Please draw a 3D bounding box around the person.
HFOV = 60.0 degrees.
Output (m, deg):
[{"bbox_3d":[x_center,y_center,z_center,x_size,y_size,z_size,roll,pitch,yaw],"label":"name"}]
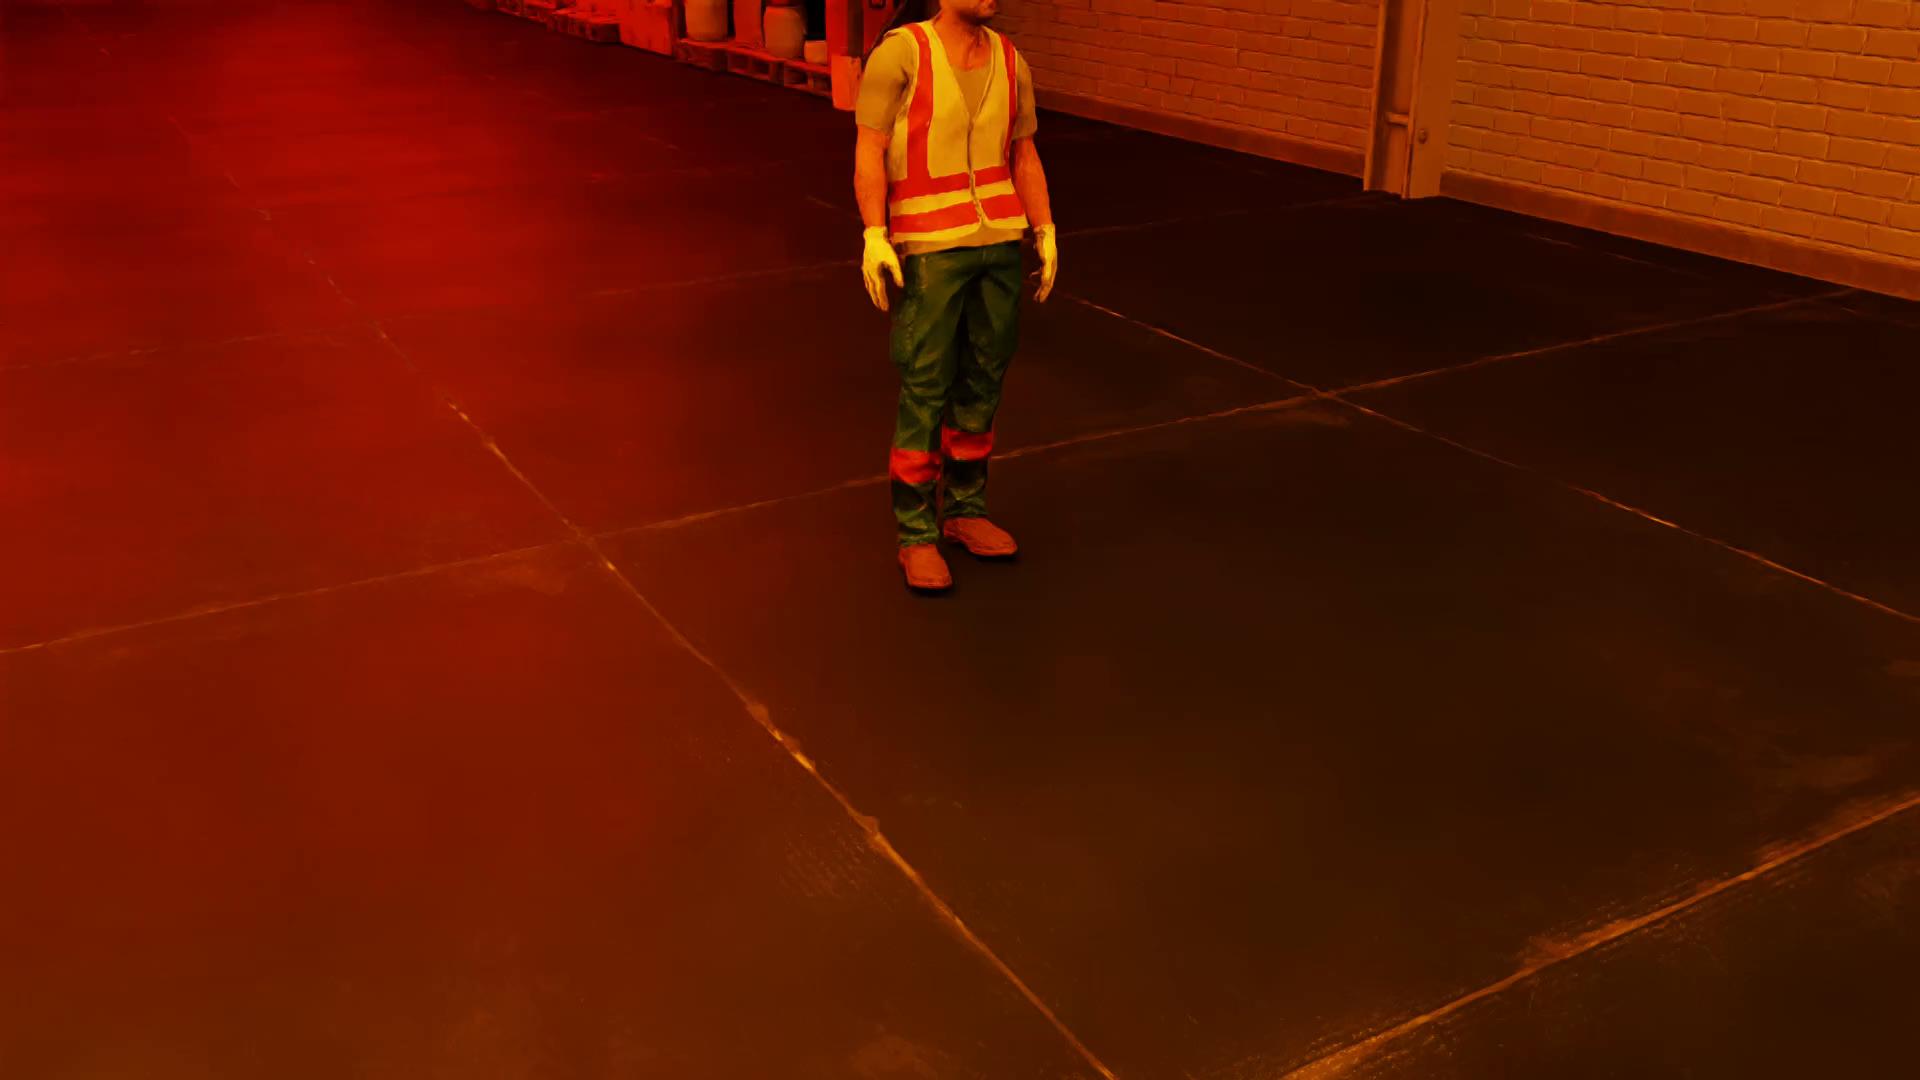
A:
[{"bbox_3d":[0.031,-0.805,4.723,0.637,1.787,0.563,-12,25,-28],"label":"person"}]
